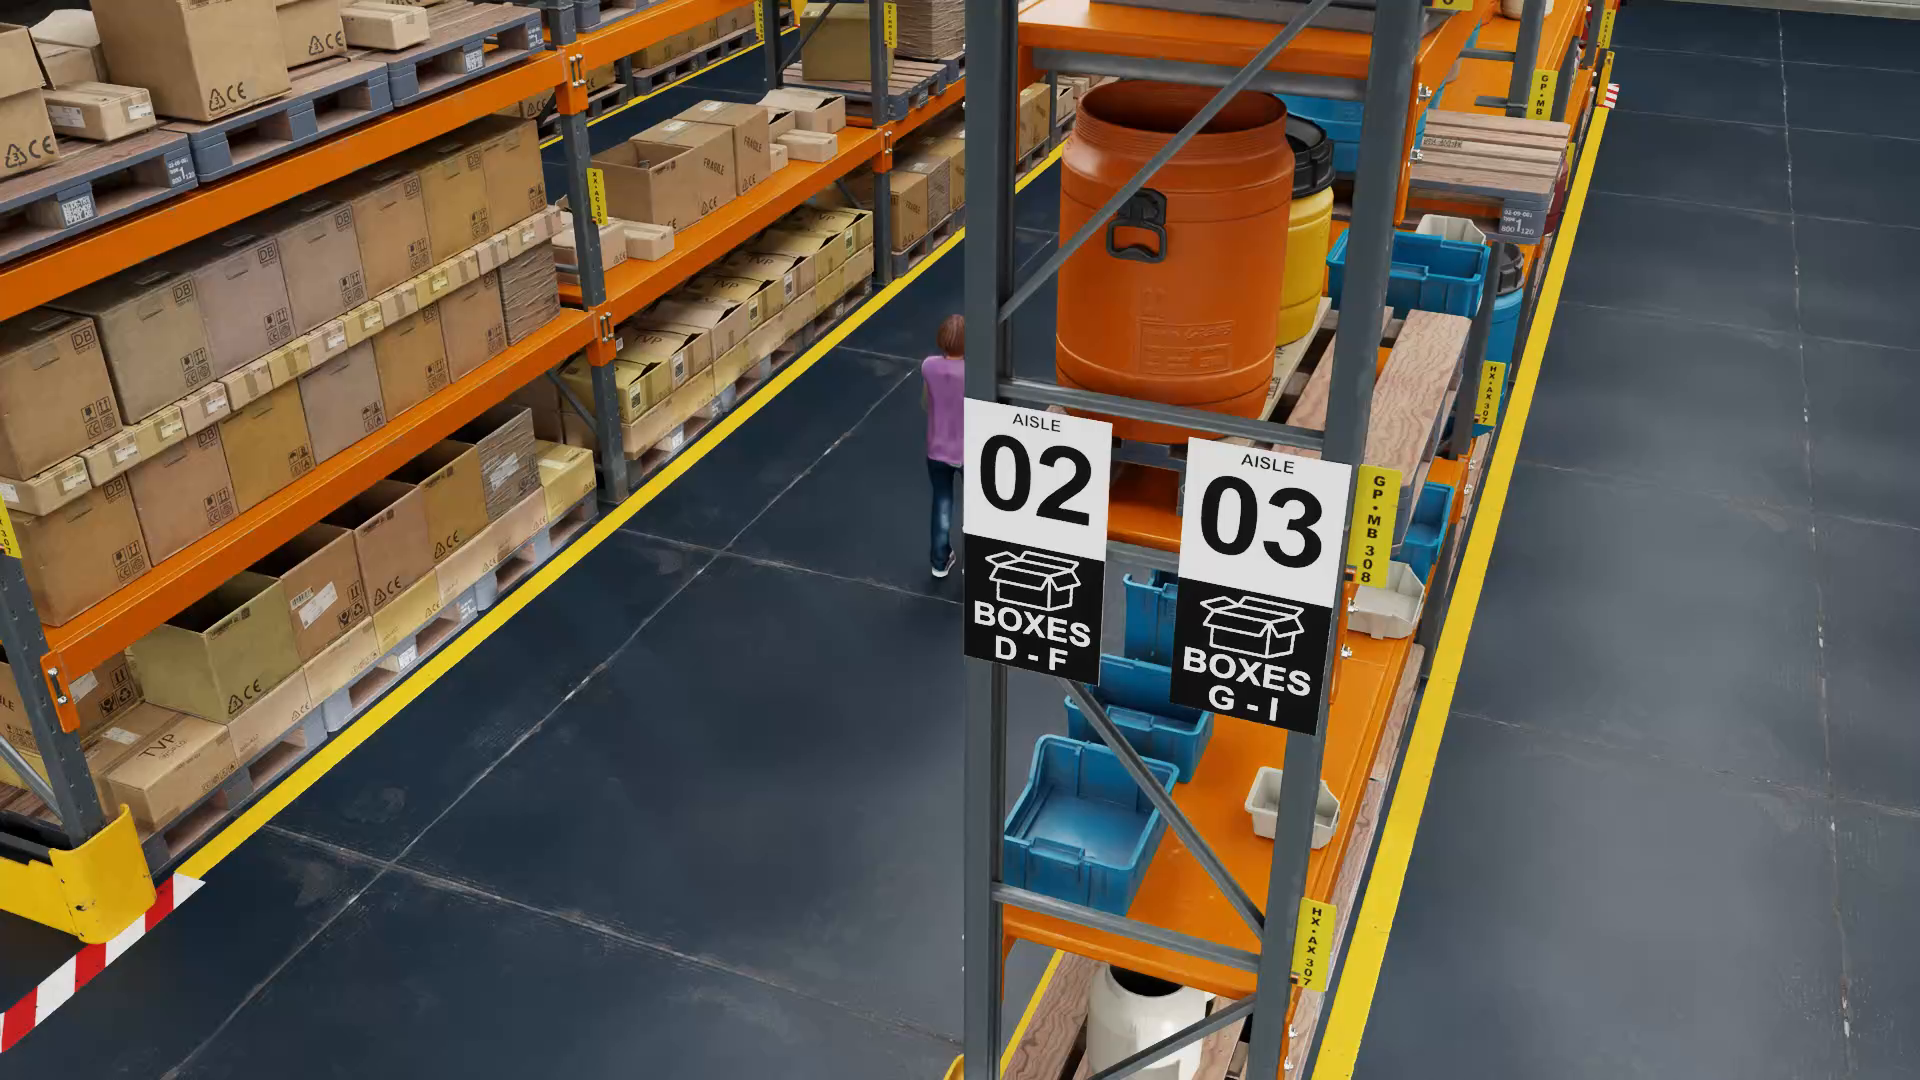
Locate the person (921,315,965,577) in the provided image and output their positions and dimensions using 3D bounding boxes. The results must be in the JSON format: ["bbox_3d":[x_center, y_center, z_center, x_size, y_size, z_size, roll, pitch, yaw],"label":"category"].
[{"bbox_3d":[0.005,-0.521,9.286,0.444,1.603,0.424,11,32,18],"label":"person"}]
